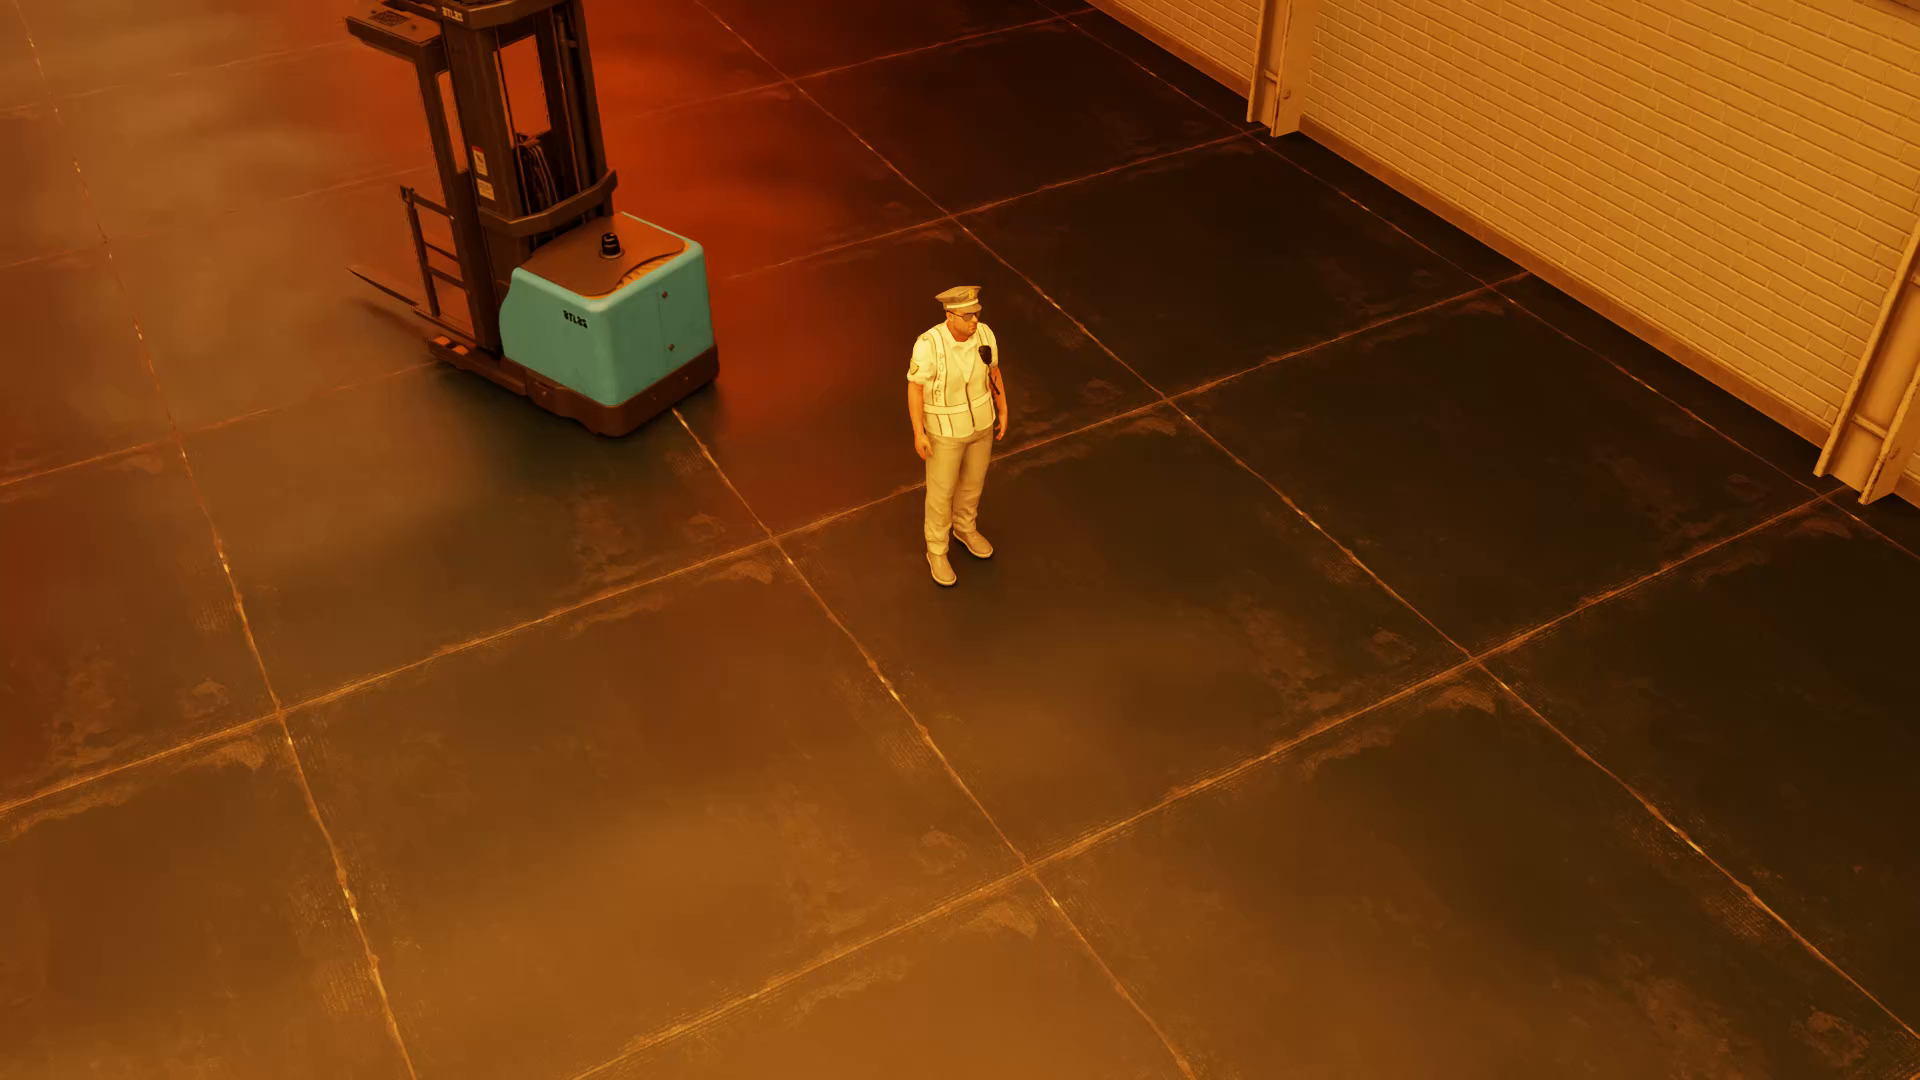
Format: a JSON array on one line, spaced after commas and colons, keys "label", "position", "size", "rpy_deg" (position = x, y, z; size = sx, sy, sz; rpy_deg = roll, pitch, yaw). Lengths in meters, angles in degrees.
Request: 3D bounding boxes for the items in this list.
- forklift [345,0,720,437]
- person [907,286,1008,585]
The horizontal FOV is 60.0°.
[{"label": "forklift", "position": [-3.165, -2.581, 11.147], "size": [3.031, 2.935, 1.130], "rpy_deg": [26, 46, 28]}, {"label": "person", "position": [0.029, -0.645, 9.701], "size": [0.641, 1.780, 0.574], "rpy_deg": [-20, 44, -23]}]
